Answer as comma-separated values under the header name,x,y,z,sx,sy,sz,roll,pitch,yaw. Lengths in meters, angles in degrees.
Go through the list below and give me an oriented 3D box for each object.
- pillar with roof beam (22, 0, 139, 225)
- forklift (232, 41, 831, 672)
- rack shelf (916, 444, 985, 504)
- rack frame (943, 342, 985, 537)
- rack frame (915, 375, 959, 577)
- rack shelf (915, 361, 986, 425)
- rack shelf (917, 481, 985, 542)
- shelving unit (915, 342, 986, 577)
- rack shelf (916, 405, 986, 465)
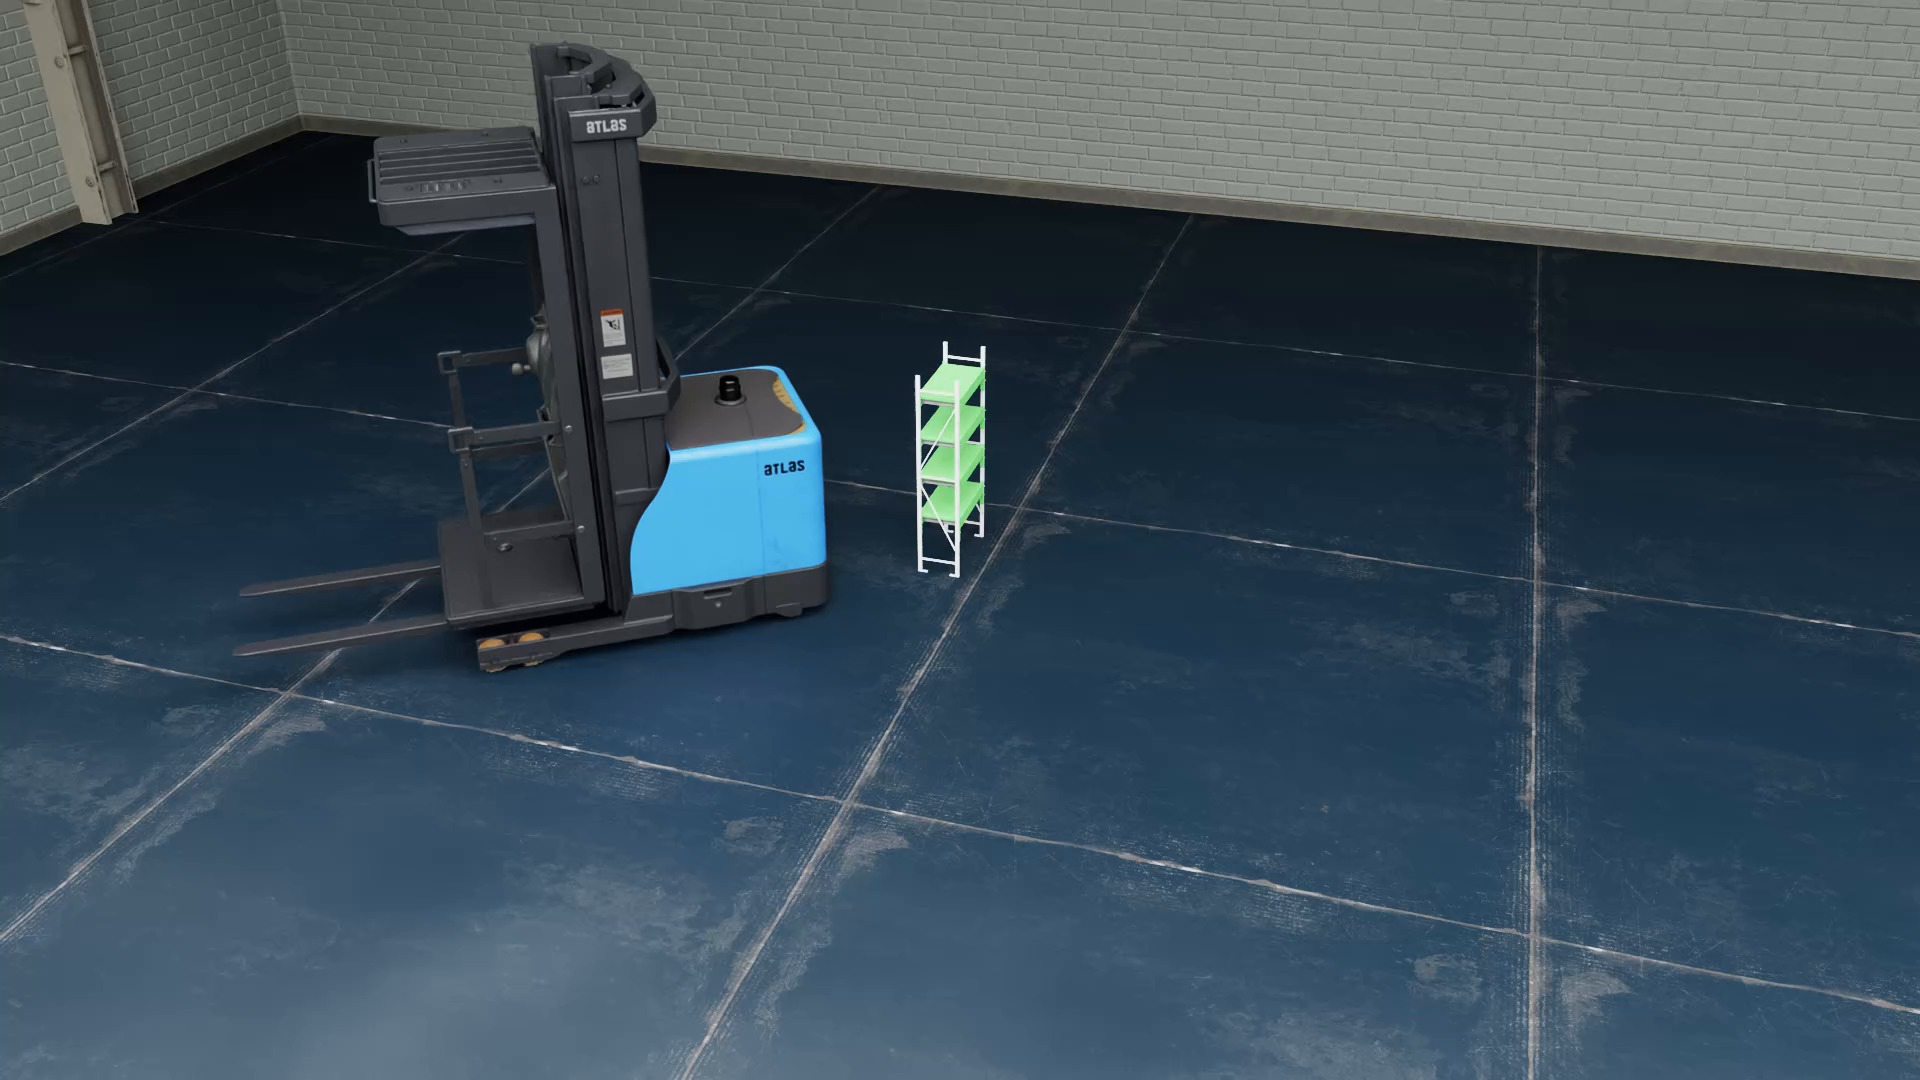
name,x,y,z,sx,sy,sz,roll,pitch,yaw
pillar with roof beam,-3.550,-6.236,11.703,9.100,9.000,0.400,8,30,15
forklift,-2.278,-0.893,8.340,3.031,2.935,1.130,-9,30,-16
rack shelf,-0.049,-0.392,9.351,0.258,0.148,0.480,8,30,15
rack frame,0.023,-0.561,9.524,0.240,1.200,0.015,8,30,15
rack frame,-0.120,-0.334,9.116,0.240,1.200,0.015,8,30,15
rack shelf,-0.049,-0.811,9.118,0.258,0.148,0.480,8,30,15
rack shelf,-0.049,-0.182,9.468,0.258,0.148,0.480,8,30,15
shelving unit,-0.049,-0.447,9.320,0.258,1.200,0.503,8,30,15
rack shelf,-0.049,-0.601,9.234,0.258,0.148,0.480,8,30,15
